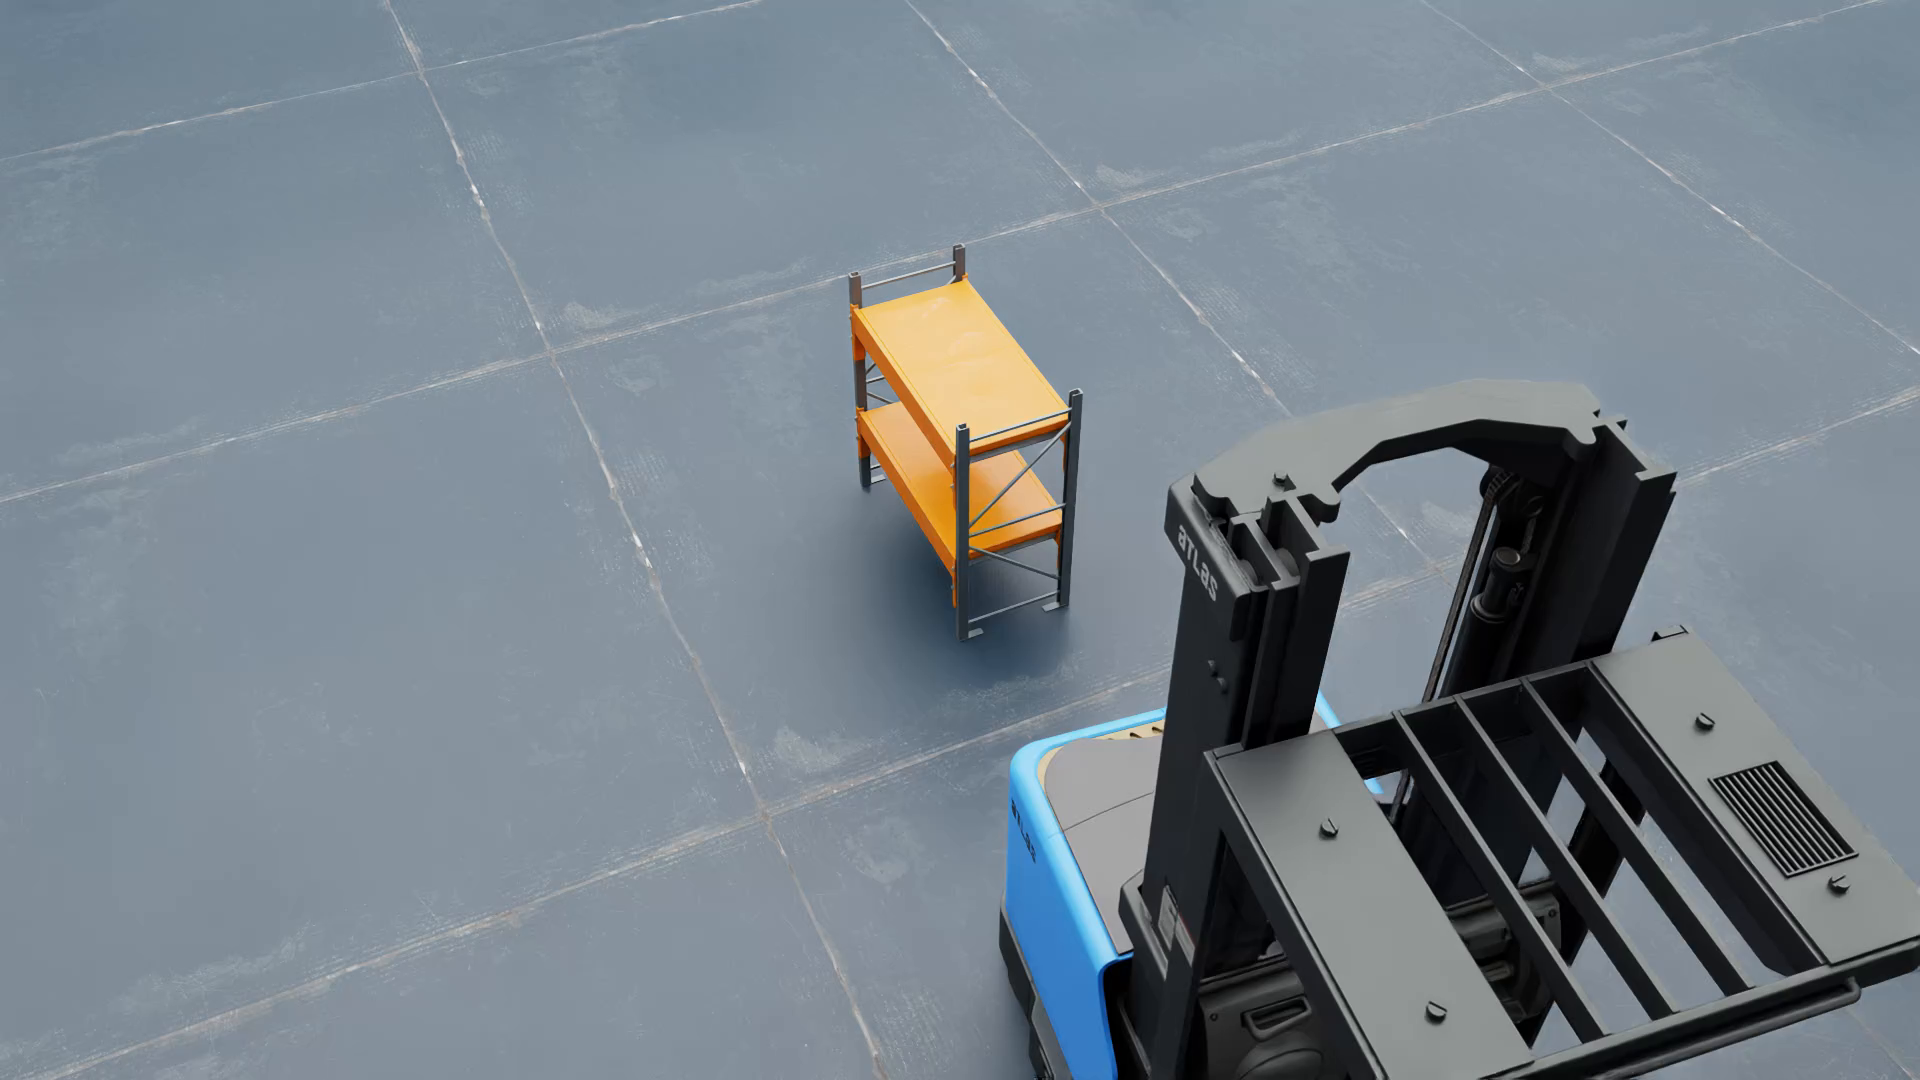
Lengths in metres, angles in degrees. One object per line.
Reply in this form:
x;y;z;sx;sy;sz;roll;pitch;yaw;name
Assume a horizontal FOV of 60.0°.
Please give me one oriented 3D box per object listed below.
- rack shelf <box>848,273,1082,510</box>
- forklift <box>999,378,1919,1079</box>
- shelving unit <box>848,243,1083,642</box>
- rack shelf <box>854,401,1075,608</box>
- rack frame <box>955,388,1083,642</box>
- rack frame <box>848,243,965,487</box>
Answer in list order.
0.003;-0.604;6.514;0.538;0.278;1.000;-18;47;-17;rack shelf
1.072;1.221;3.795;1.130;2.935;3.031;-13;46;-13;forklift
0.003;-0.396;6.719;0.538;1.125;1.048;-18;47;-17;shelving unit
0.003;-0.222;6.891;0.538;0.278;1.000;-18;47;-17;rack shelf
0.217;-0.072;6.391;0.500;1.125;0.032;-18;47;-17;rack frame
-0.211;-0.720;7.048;0.500;1.125;0.032;-18;47;-17;rack frame
